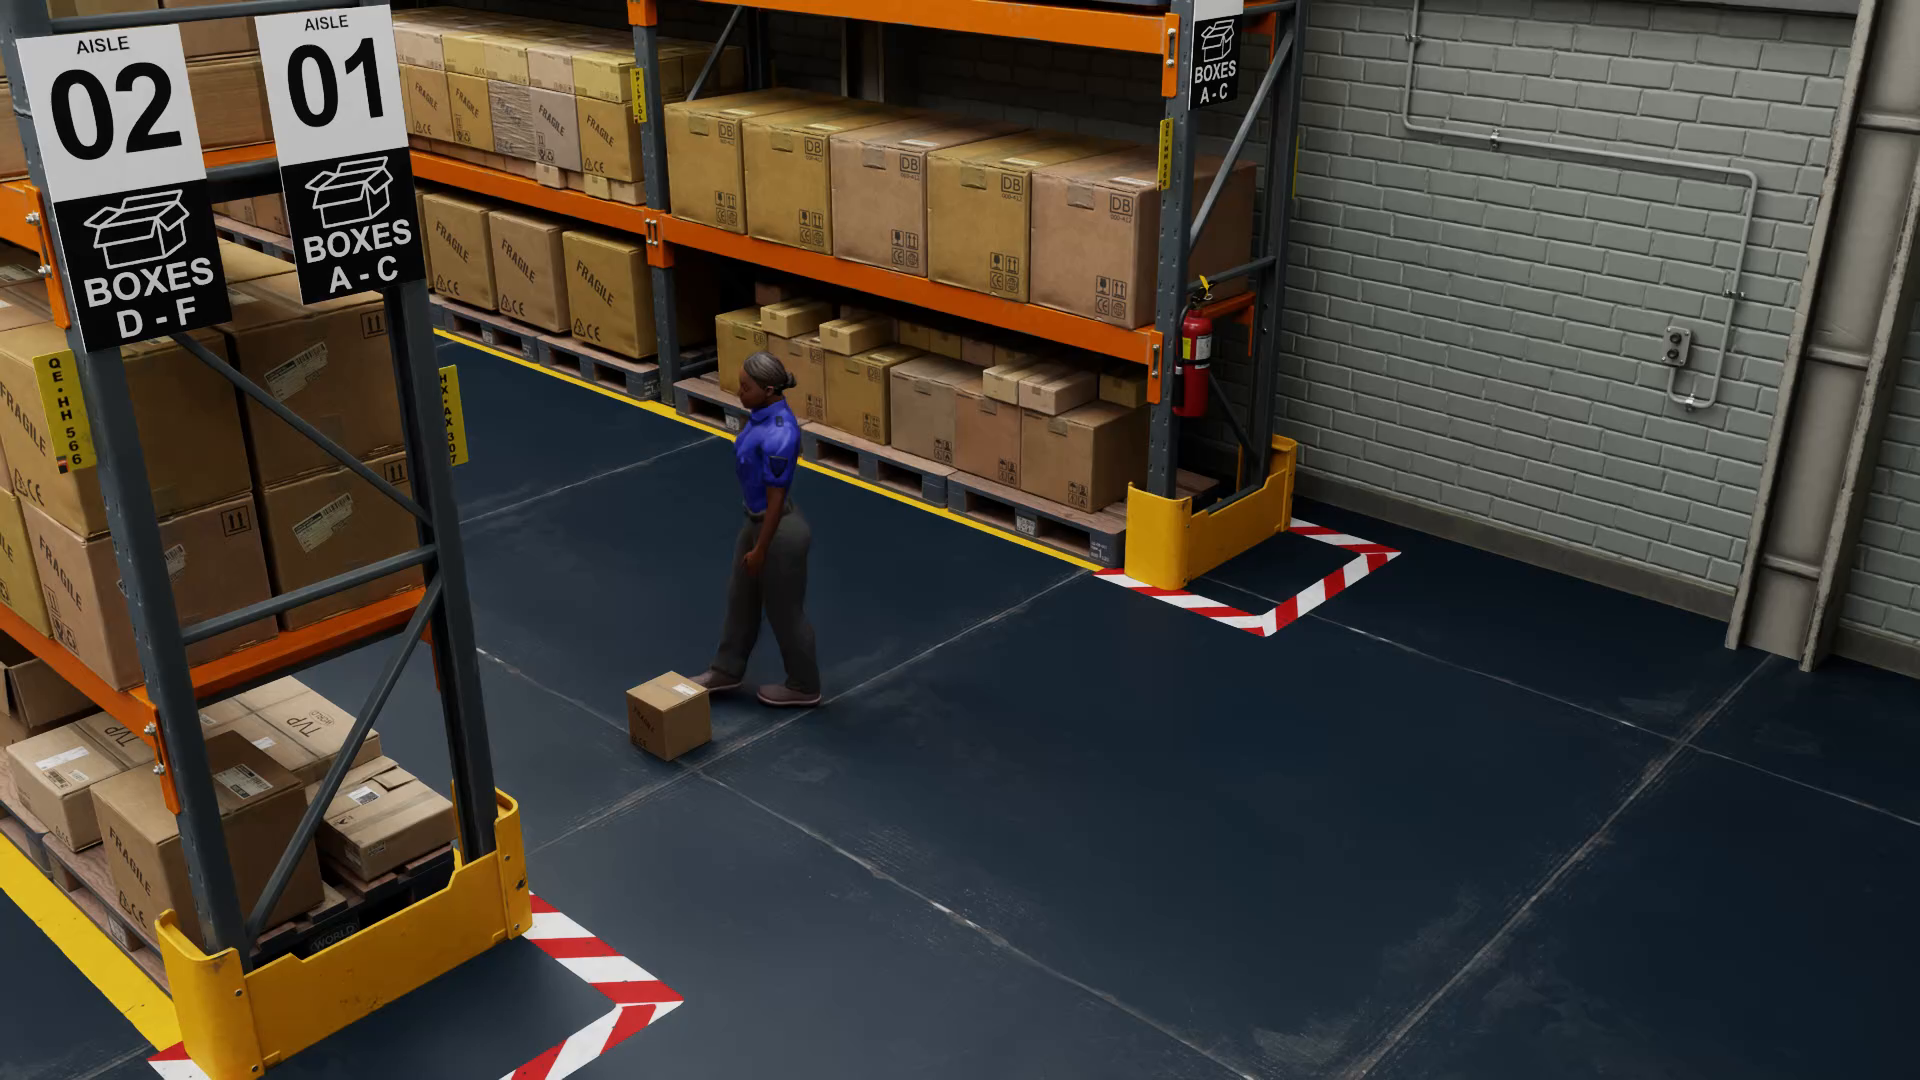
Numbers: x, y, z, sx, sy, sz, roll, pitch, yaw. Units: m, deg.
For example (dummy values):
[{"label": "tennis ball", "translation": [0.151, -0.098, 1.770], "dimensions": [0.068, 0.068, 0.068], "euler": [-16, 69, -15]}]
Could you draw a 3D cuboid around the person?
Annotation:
[{"label": "person", "translation": [-0.940, -0.016, 7.122], "dimensions": [0.630, 1.649, 0.437], "euler": [-5, 25, -12]}]
